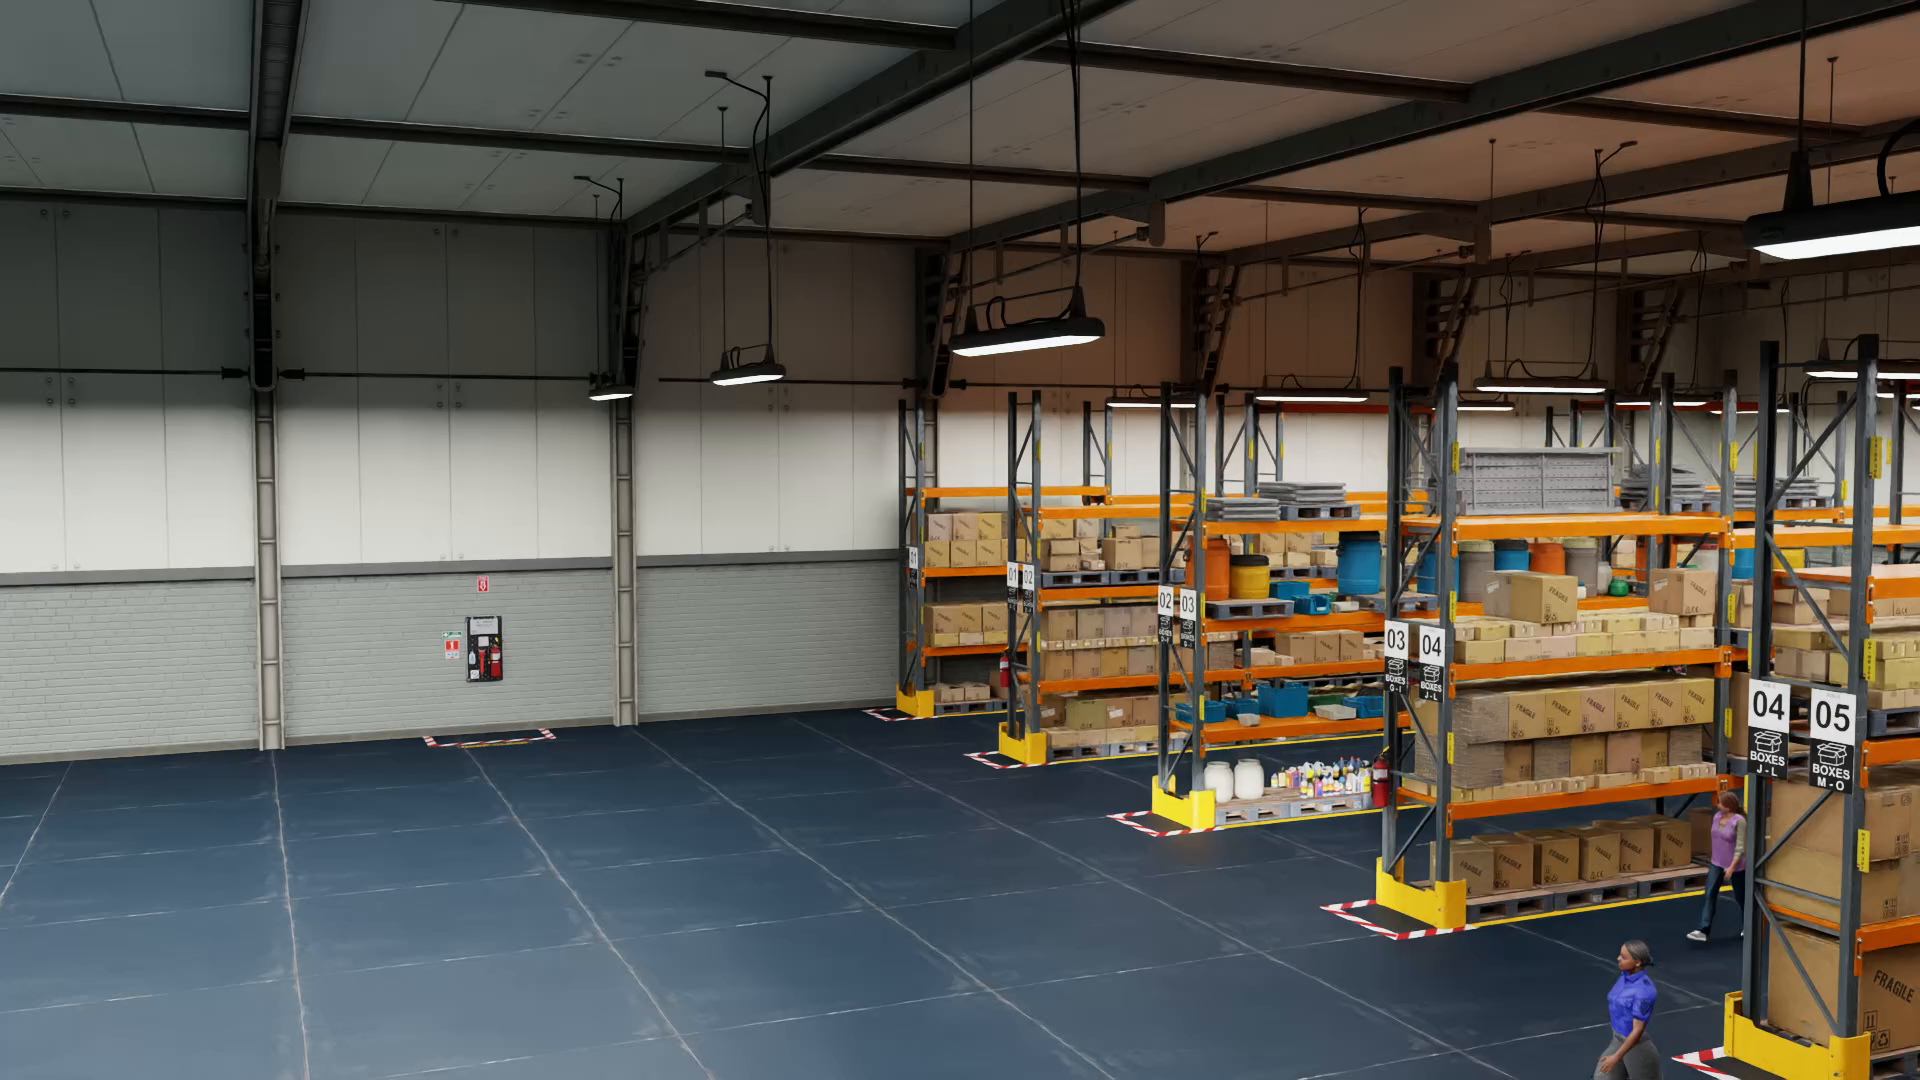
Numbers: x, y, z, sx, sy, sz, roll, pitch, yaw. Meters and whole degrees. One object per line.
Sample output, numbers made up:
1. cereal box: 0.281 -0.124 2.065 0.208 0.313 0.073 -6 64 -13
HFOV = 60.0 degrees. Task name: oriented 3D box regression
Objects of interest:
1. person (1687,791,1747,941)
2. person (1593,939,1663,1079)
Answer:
1. person: 7.889 3.362 17.153 0.965 1.542 0.436 -2 4 -31
2. person: 4.702 3.693 11.828 0.900 1.509 0.458 0 3 -6
